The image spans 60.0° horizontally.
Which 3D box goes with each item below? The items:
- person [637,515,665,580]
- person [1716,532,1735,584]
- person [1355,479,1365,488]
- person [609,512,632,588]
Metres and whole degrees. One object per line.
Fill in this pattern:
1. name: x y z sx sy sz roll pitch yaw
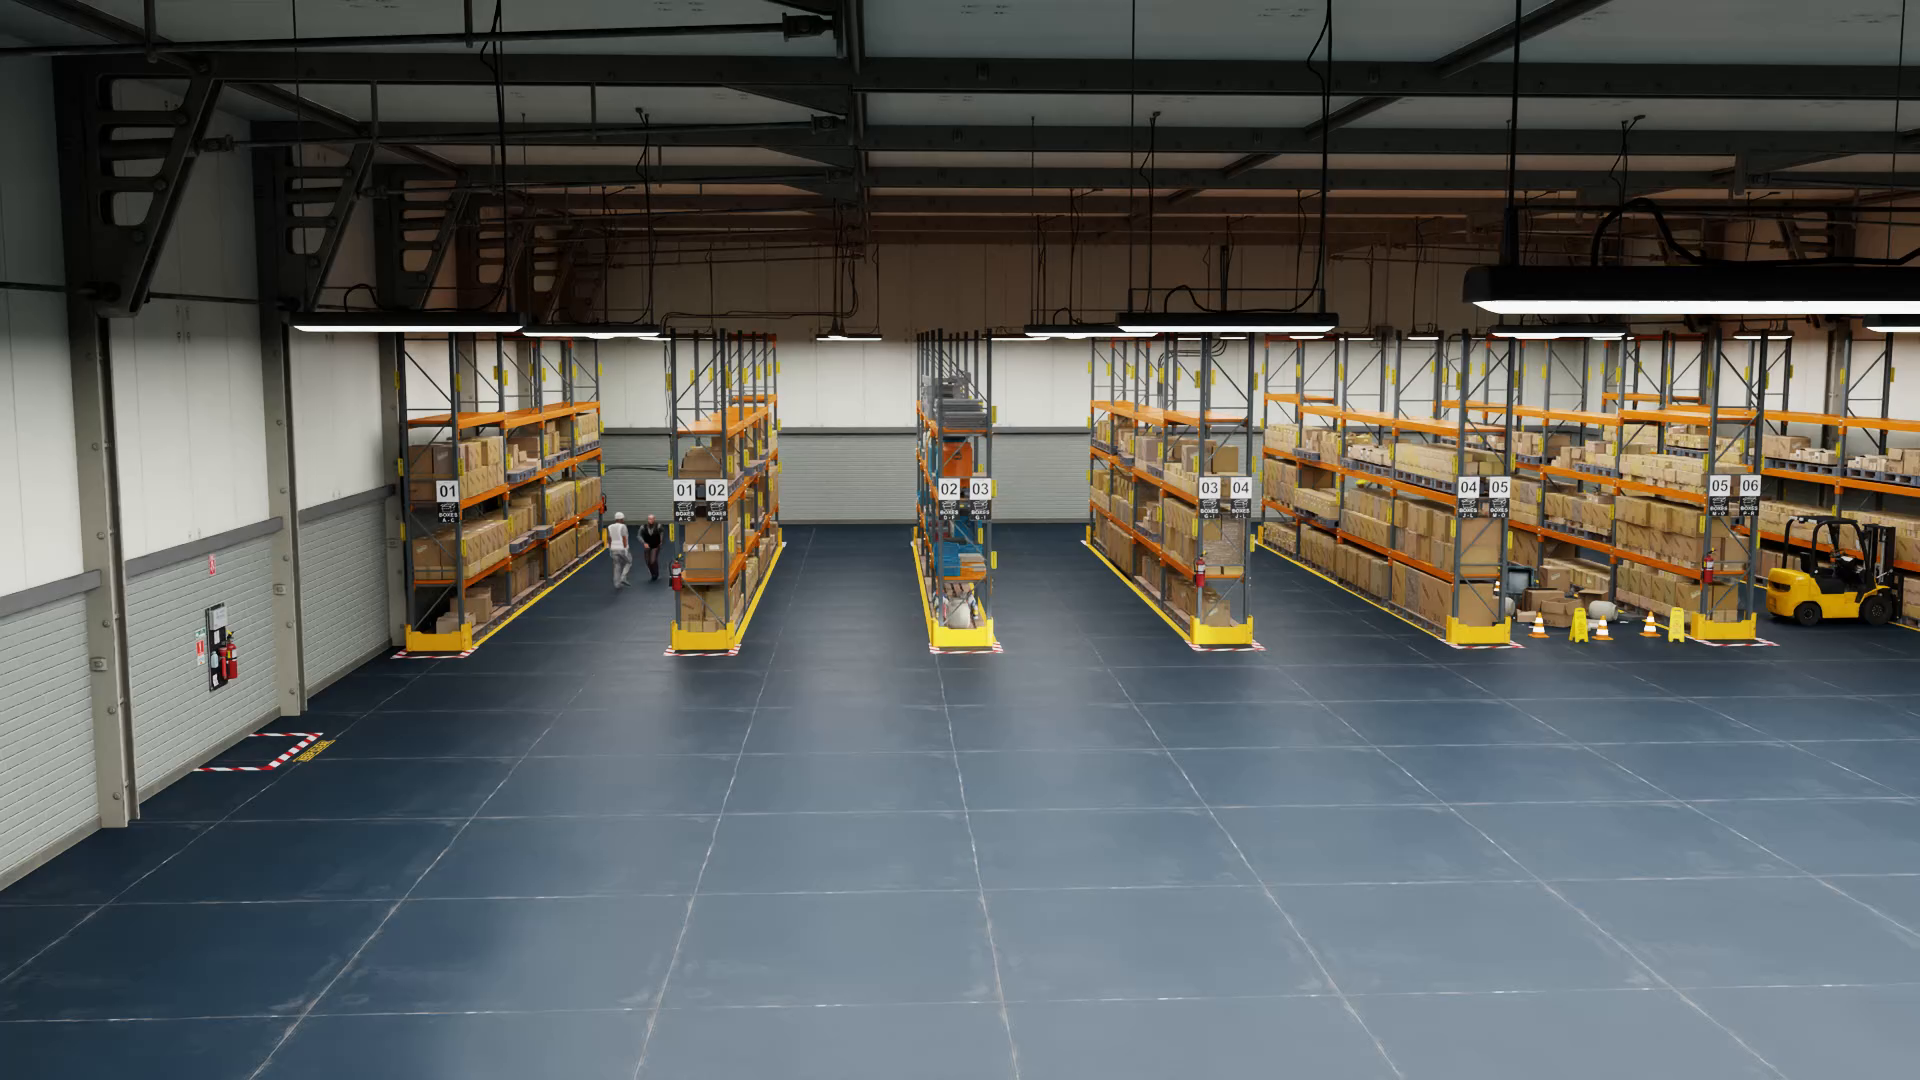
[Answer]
1. person: -7.482 0.177 40.255 0.563 1.625 0.721 1 7 6
2. person: 16.816 0.639 36.381 0.466 1.727 0.579 -1 7 -8
3. person: 11.927 -0.940 49.126 0.716 1.750 0.573 0 7 2
4. person: -8.001 0.228 39.037 0.562 1.761 0.465 2 7 14
